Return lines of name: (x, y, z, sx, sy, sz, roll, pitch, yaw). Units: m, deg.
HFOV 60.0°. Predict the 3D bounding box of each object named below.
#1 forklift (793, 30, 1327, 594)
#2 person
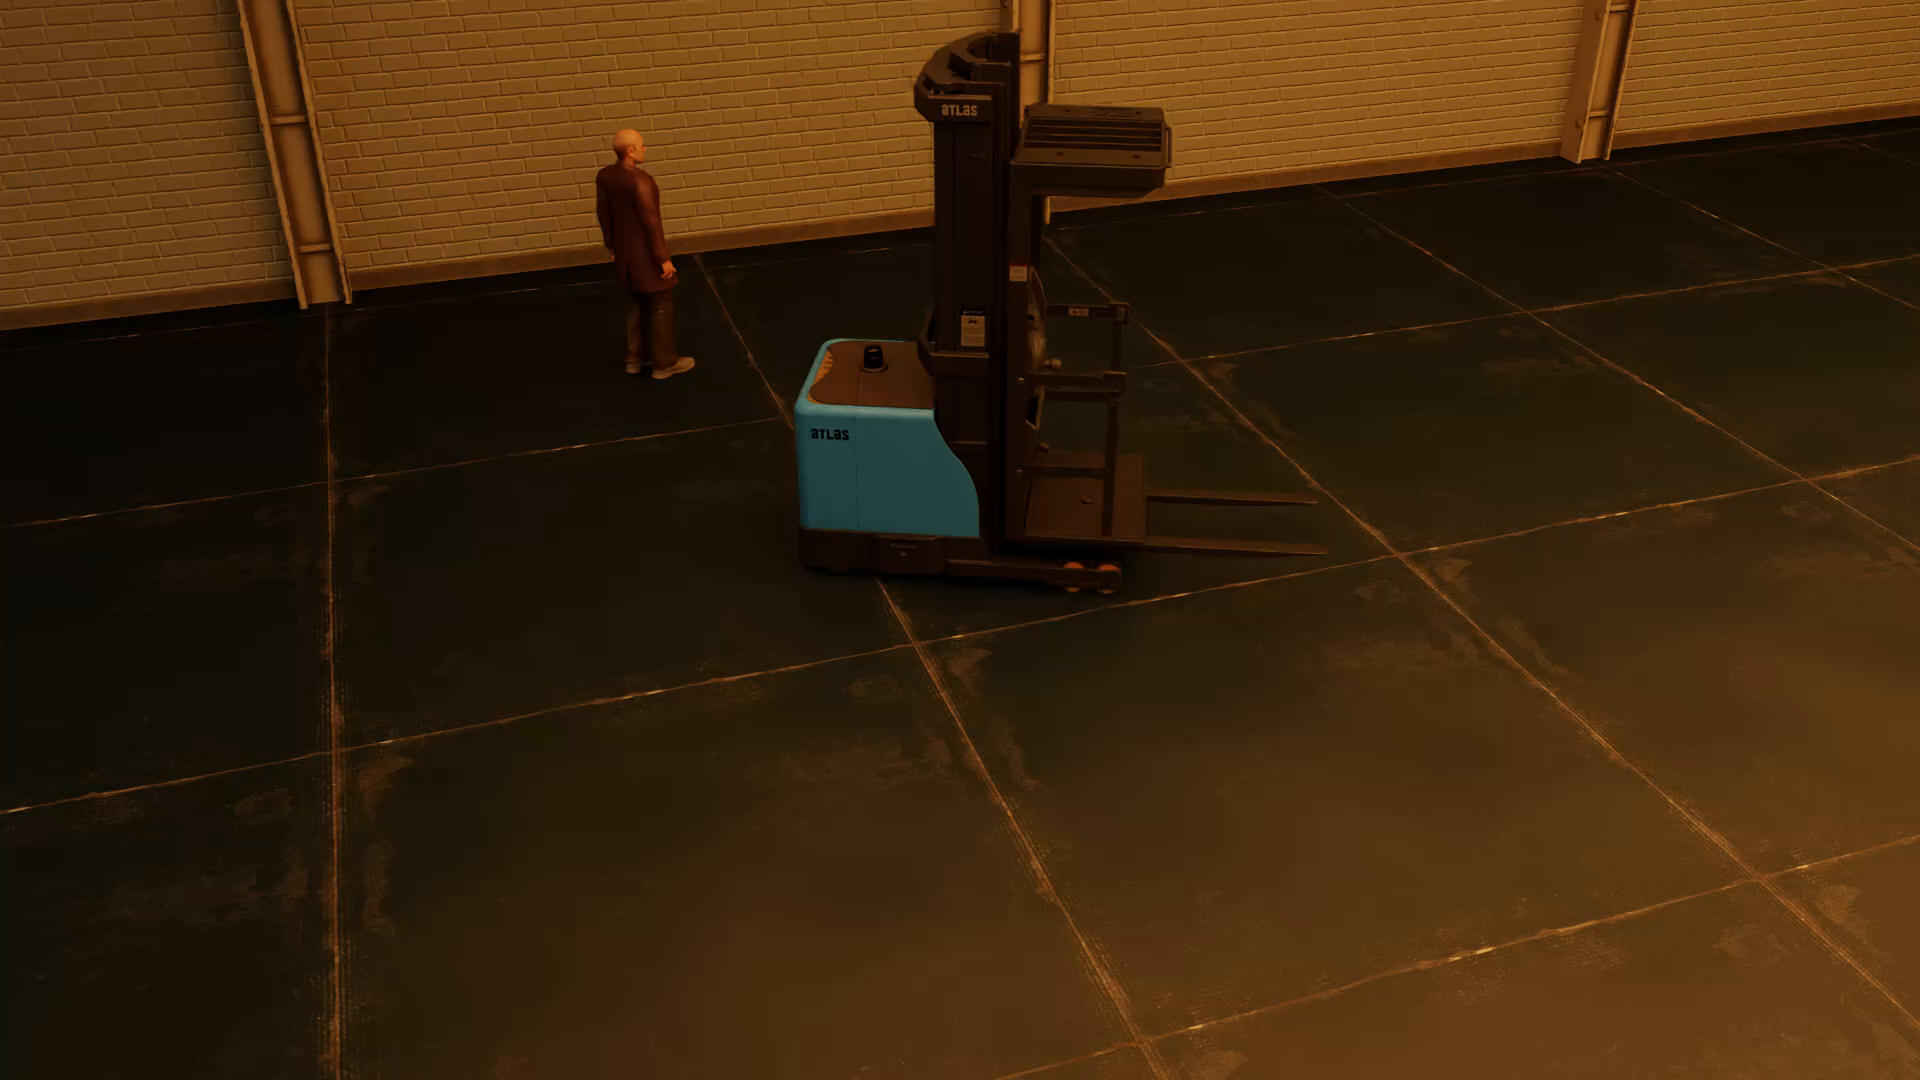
forklift: (0.613, -1.244, 9.250, 3.031, 2.935, 1.130, 3, 30, 5)
person: (-2.228, -2.037, 11.782, 0.655, 1.782, 0.428, 22, 36, 33)
